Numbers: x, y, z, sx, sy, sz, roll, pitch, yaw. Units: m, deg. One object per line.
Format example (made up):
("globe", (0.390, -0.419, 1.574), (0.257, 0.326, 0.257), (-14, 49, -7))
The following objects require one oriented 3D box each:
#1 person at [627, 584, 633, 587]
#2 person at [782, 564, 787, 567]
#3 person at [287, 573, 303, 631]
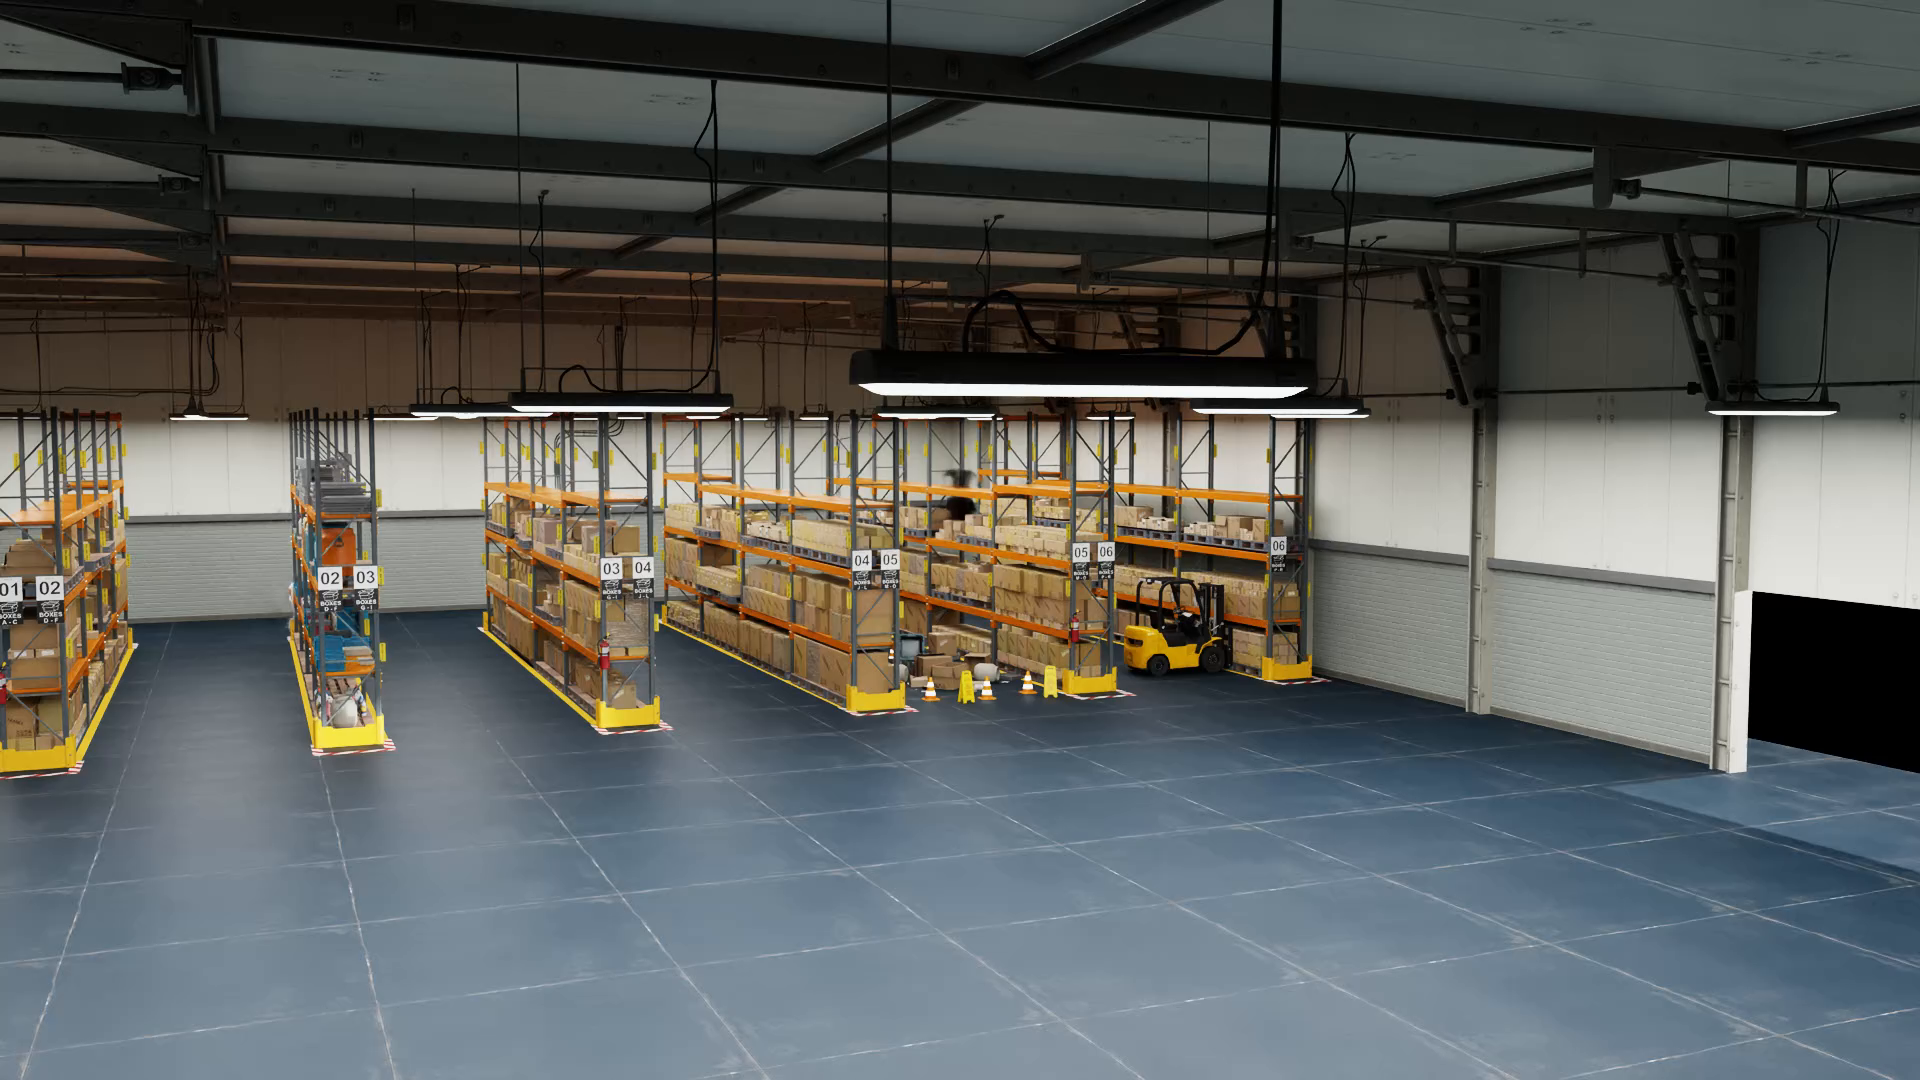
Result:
("person", (-9.137, 1.634, 46.305), (0.661, 1.669, 0.890), (-2, 5, -30))
("person", (-4.941, 1.536, 47.342), (1.052, 1.725, 0.681), (2, 4, 21))
("person", (-18.305, 1.715, 45.939), (0.521, 1.574, 0.744), (0, 4, -5))
